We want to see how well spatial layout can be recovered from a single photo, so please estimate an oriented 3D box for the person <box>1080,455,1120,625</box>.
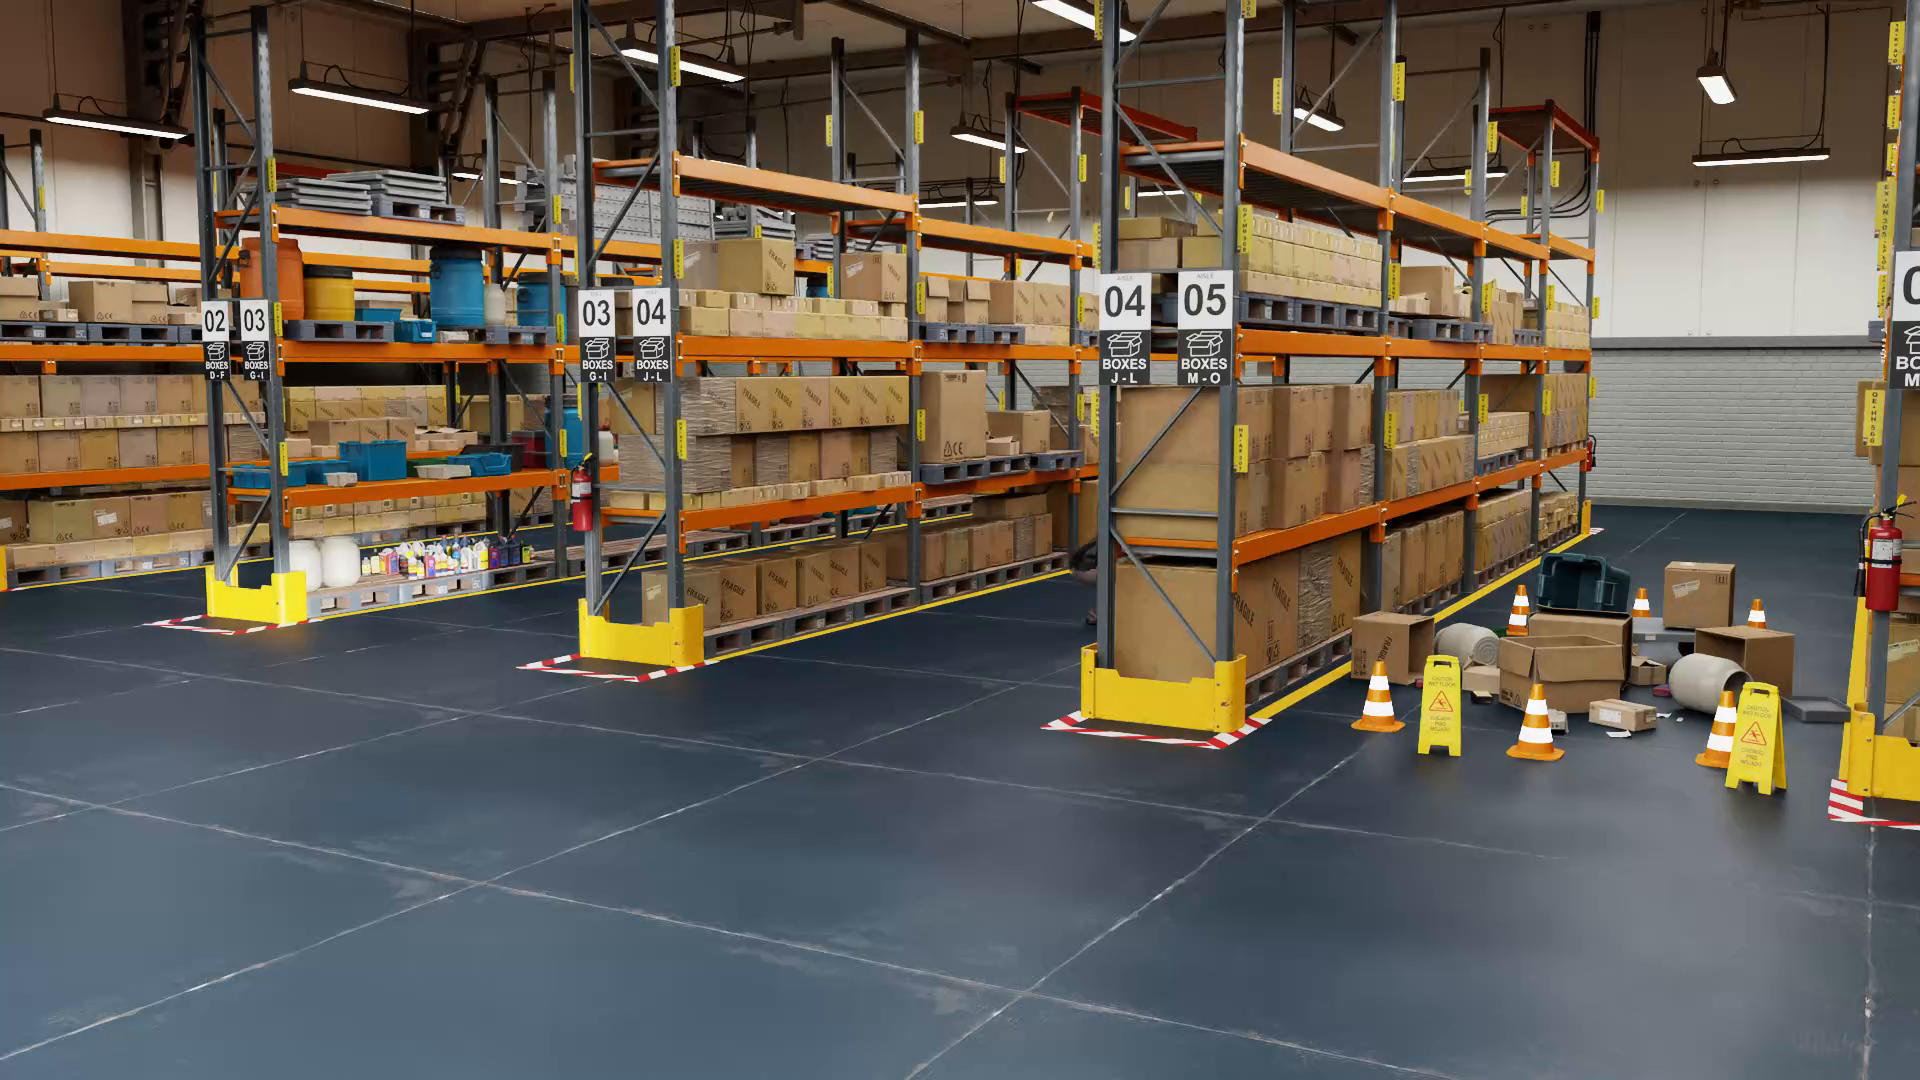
[{"bbox_3d":[1.503,-0.003,16.451,0.591,1.692,0.479,3,7,27],"label":"person"}]
